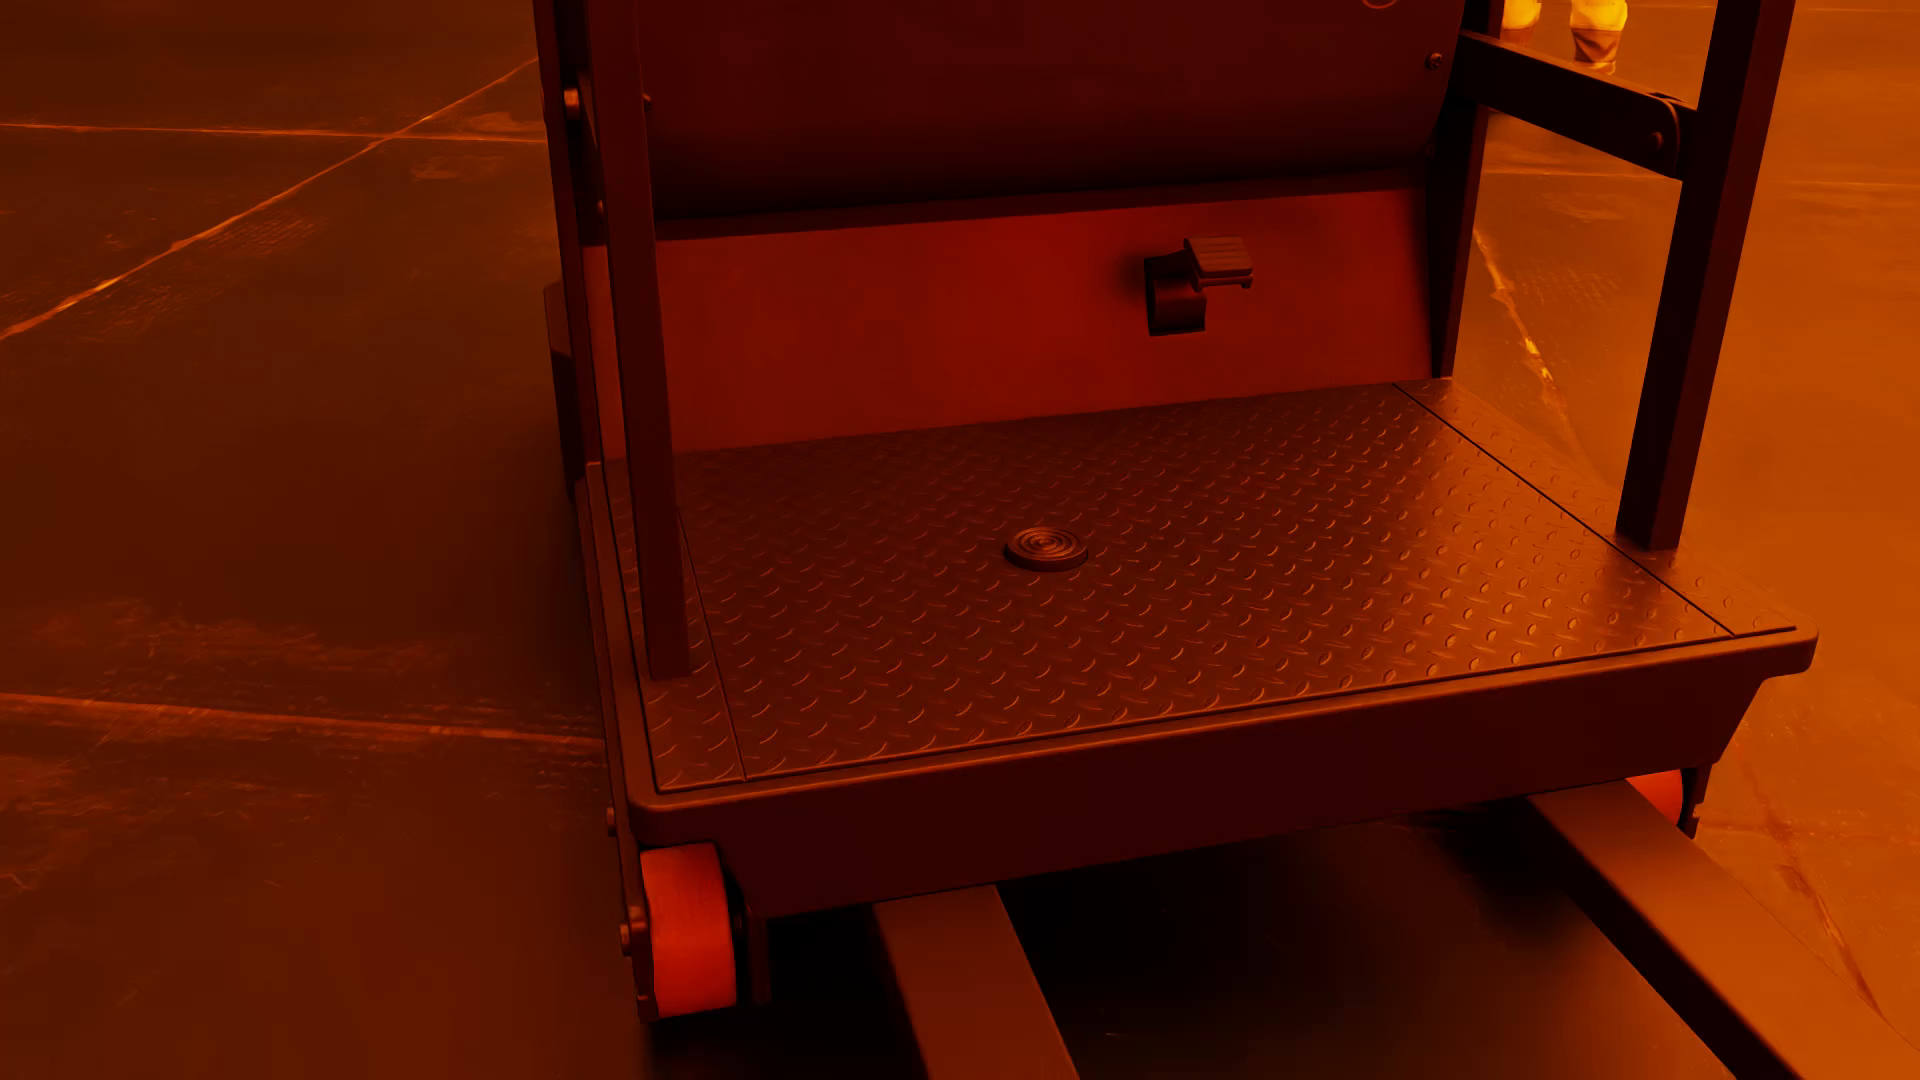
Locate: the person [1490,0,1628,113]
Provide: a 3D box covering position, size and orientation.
[{"bbox_3d":[1.774,-2.126,4.771,0.633,1.802,0.478,3,27,7],"label":"person"}]

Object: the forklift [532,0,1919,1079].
[{"bbox_3d":[0.153,-1.049,1.319,1.130,2.935,3.031,-7,27,-13],"label":"forklift"}]
